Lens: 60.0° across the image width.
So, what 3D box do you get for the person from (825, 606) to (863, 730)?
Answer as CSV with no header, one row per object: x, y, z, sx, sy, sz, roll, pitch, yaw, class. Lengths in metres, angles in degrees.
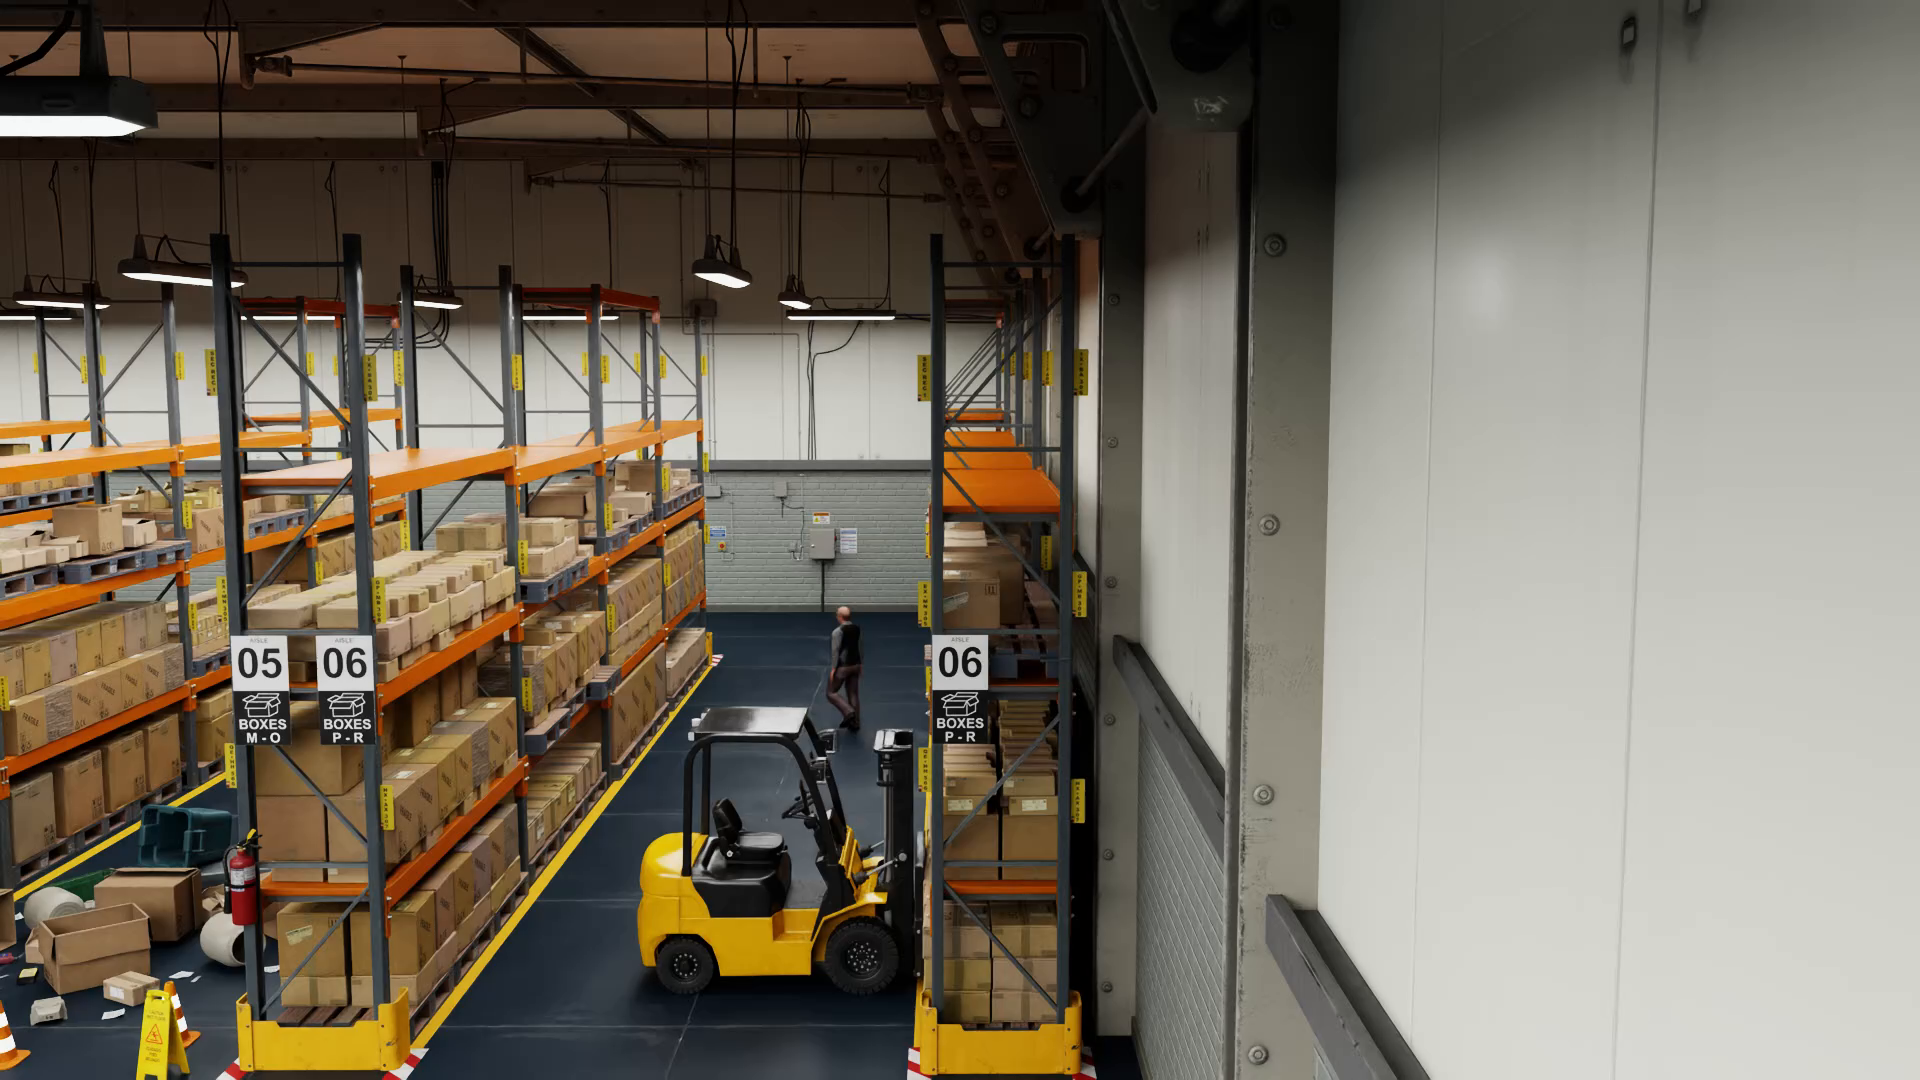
-1.544,1.776,22.910,0.500,1.717,0.588,6,9,44,person
